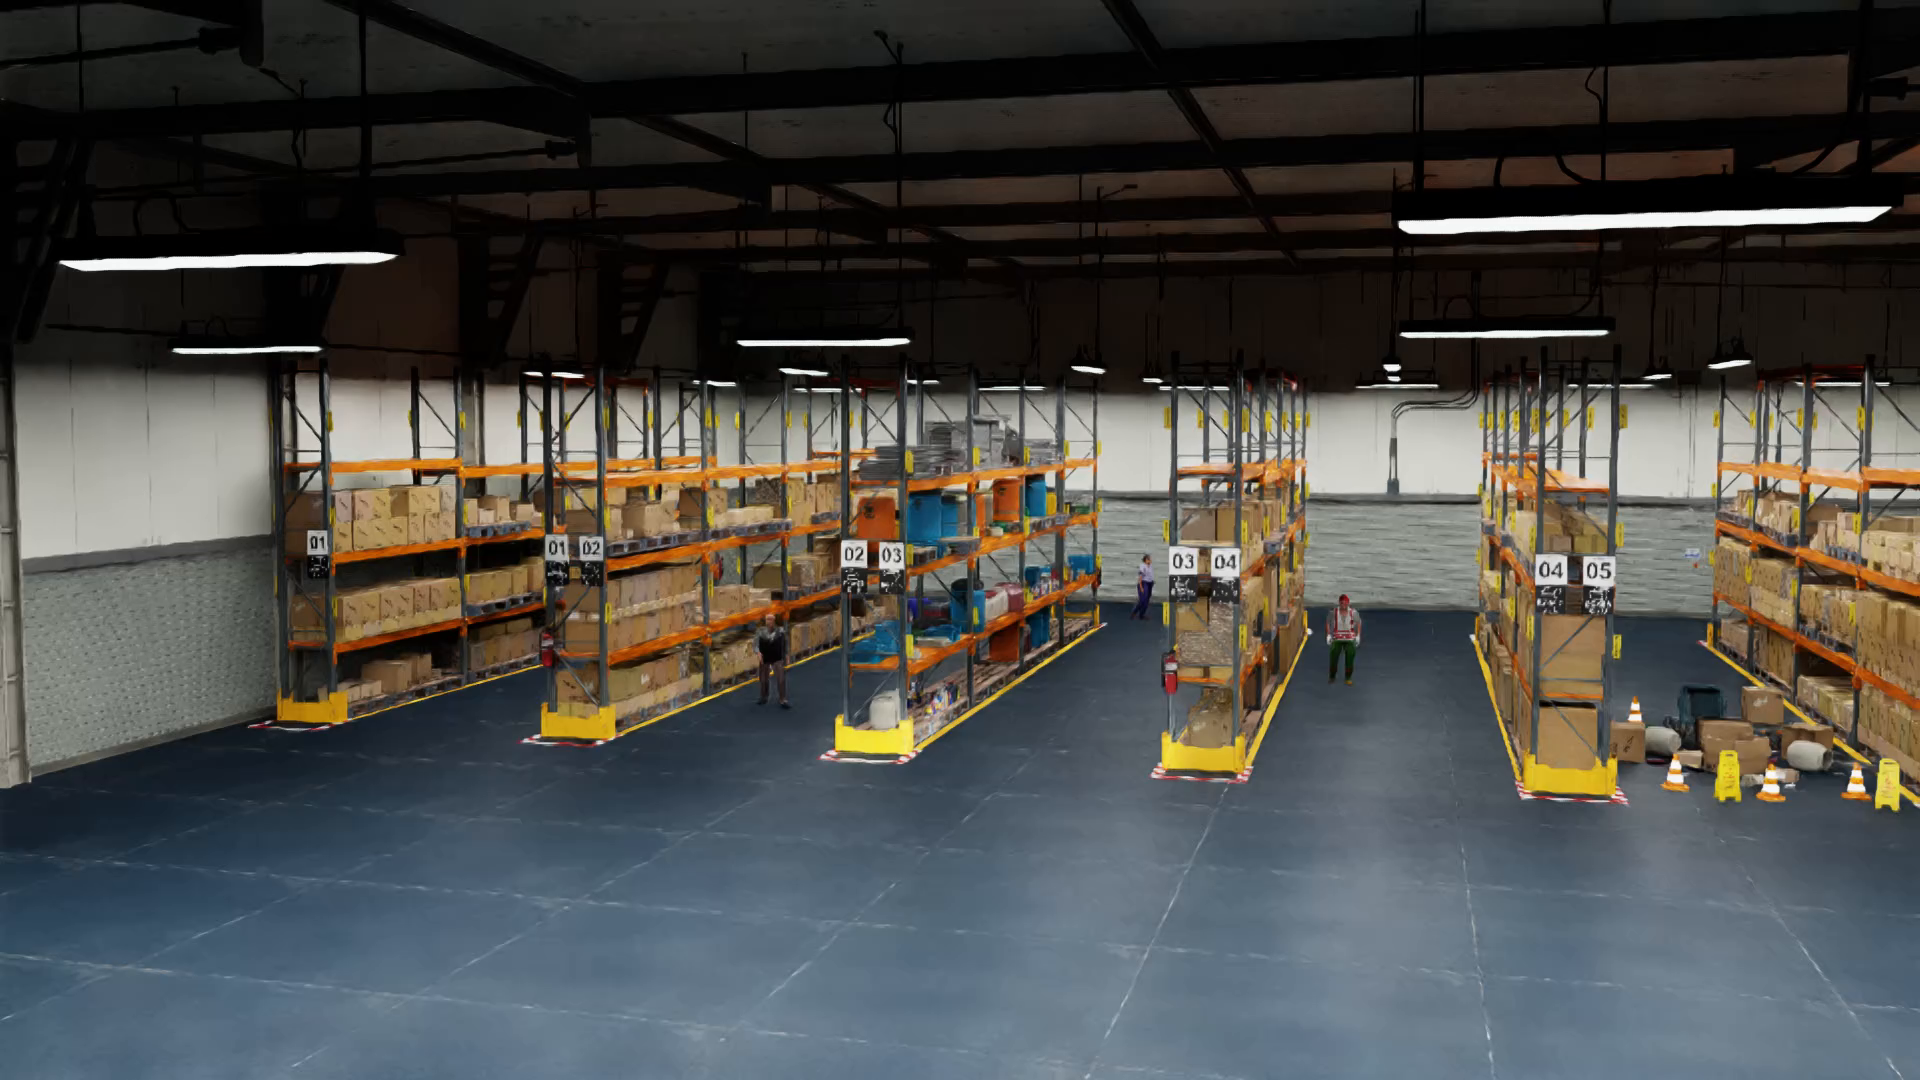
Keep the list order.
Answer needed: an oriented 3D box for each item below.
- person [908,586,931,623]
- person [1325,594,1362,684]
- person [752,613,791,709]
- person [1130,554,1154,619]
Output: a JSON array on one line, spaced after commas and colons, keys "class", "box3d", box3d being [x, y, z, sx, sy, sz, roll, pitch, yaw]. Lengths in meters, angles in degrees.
[{"class": "person", "box3d": [-0.838, 1.726, 34.534, 0.592, 1.604, 0.513, 1, 4, 13]}, {"class": "person", "box3d": [7.248, 1.879, 31.469, 0.678, 1.740, 0.546, 1, 4, 13]}, {"class": "person", "box3d": [-3.276, 2.086, 28.955, 0.682, 1.662, 0.844, 0, 4, -2]}, {"class": "person", "box3d": [4.581, 1.186, 41.731, 0.466, 1.617, 0.656, 4, 6, 43]}]
